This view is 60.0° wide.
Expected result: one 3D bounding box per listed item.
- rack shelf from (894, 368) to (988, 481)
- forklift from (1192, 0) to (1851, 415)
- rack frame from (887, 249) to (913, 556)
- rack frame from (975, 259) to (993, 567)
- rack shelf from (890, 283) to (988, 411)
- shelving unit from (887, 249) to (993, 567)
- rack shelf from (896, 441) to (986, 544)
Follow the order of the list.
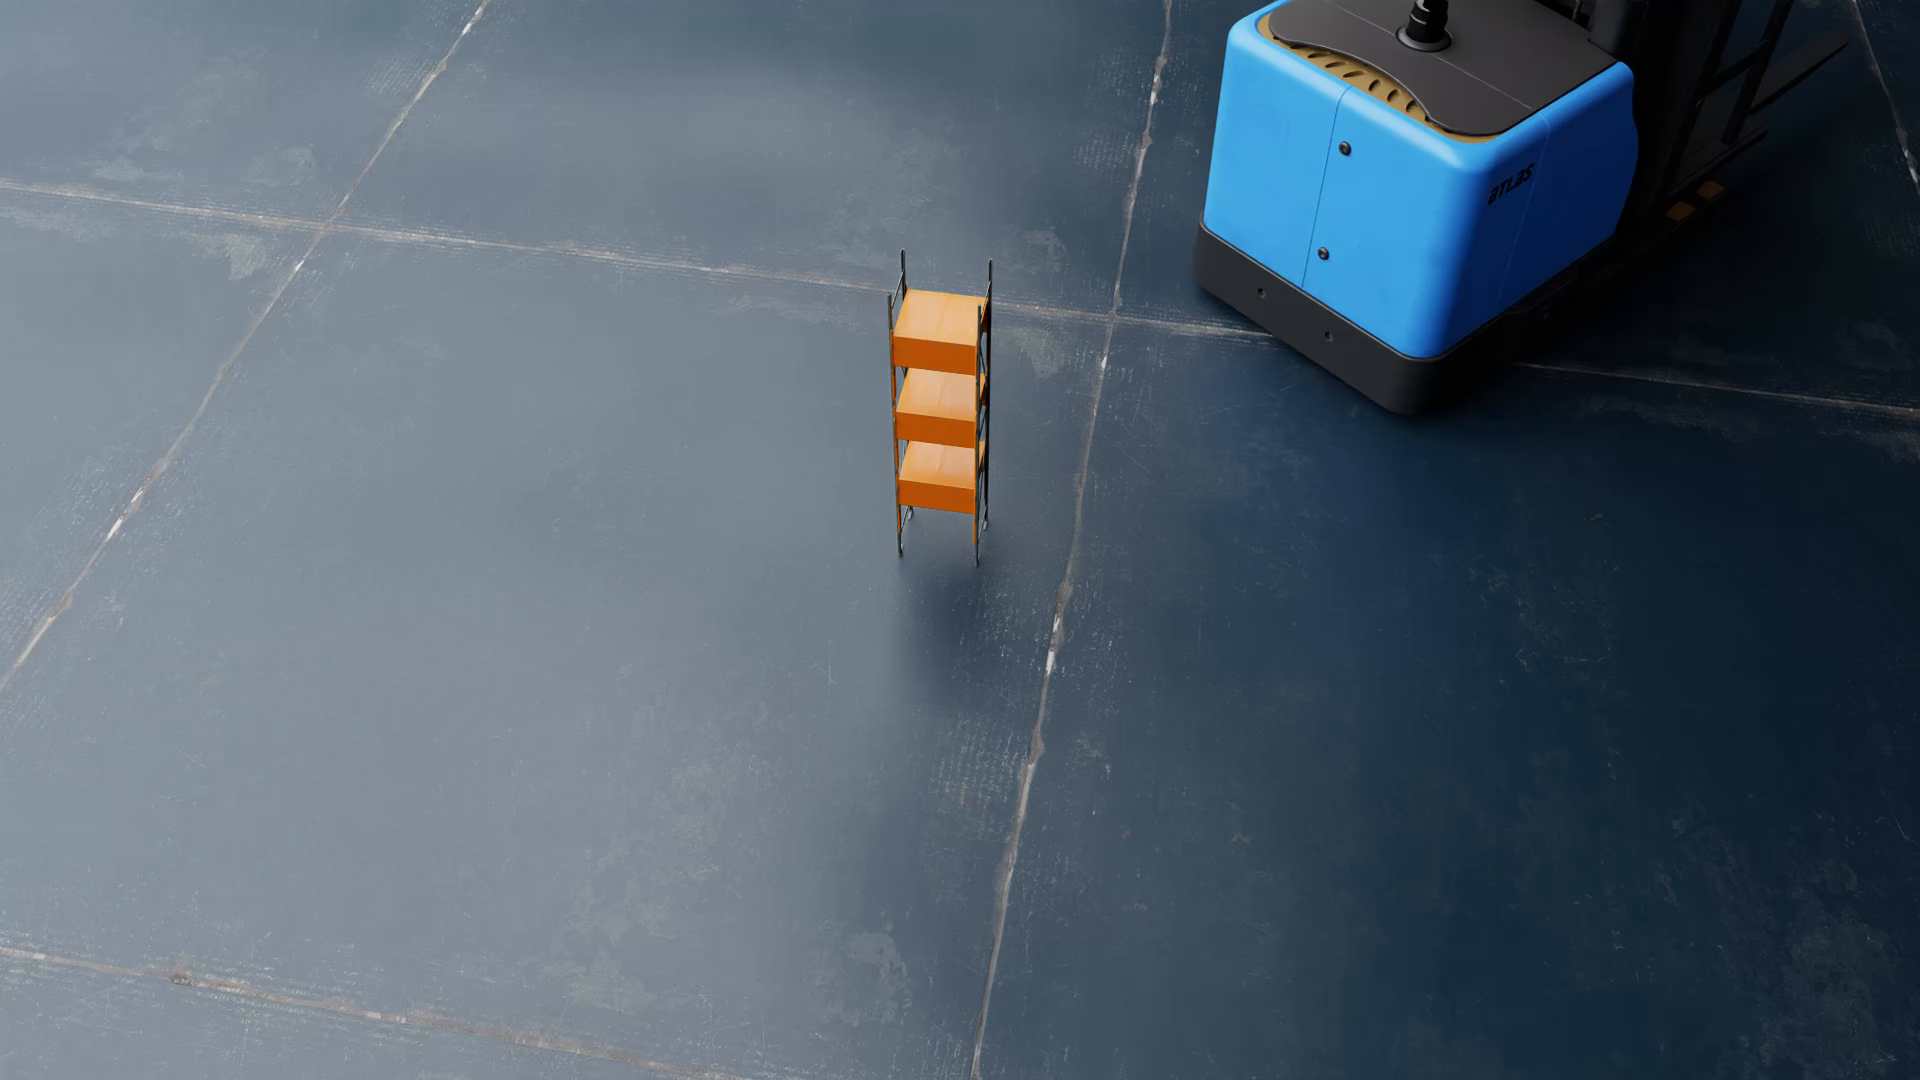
[{"bbox_3d":[-0.053,-0.351,4.874,0.240,0.259,0.215,8,49,7],"label":"rack shelf"},{"bbox_3d":[2.285,-2.345,5.386,3.031,2.935,1.130,-33,56,-26],"label":"forklift"},{"bbox_3d":[-0.173,-0.374,4.880,0.008,1.050,0.200,8,49,7],"label":"rack frame"},{"bbox_3d":[0.067,-0.342,4.851,0.008,1.050,0.200,8,49,7],"label":"rack frame"},{"bbox_3d":[-0.053,-0.541,4.663,0.240,0.259,0.215,8,49,7],"label":"rack shelf"},{"bbox_3d":[-0.053,-0.358,4.866,0.252,1.050,0.215,8,49,7],"label":"shelving unit"},{"bbox_3d":[-0.053,-0.165,5.080,0.240,0.259,0.215,8,49,7],"label":"rack shelf"}]
